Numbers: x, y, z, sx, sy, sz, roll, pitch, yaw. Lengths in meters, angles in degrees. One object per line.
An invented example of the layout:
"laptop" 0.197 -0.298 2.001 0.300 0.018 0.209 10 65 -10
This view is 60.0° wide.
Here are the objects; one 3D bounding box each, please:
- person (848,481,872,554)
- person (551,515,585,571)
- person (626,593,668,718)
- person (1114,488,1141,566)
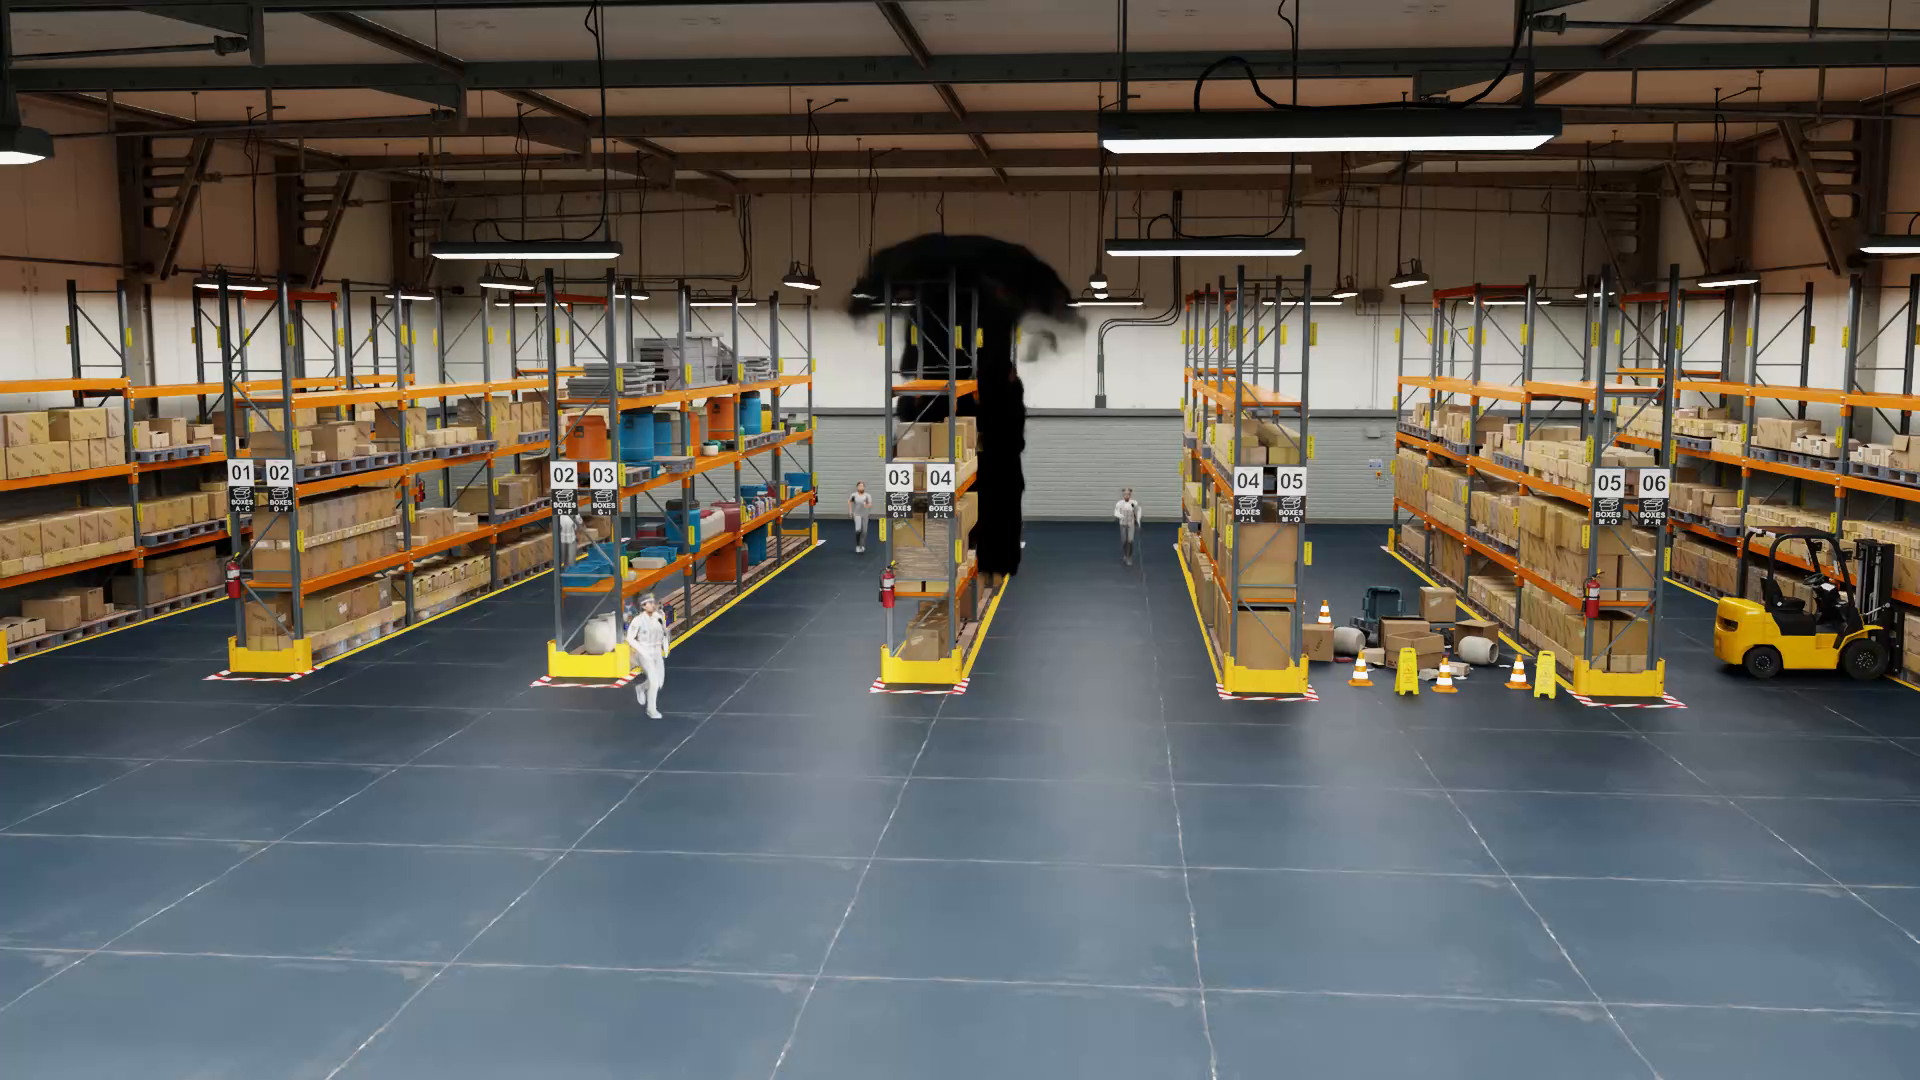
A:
"person" -2.319 -0.524 38.728 0.539 1.683 0.701 -1 7 -10
"person" -7.325 0.091 31.021 0.575 1.743 0.842 0 7 -3
"person" -4.174 1.511 22.121 0.598 1.661 0.647 6 9 39
"person" 3.702 -0.294 36.778 0.573 1.737 0.809 1 7 11
